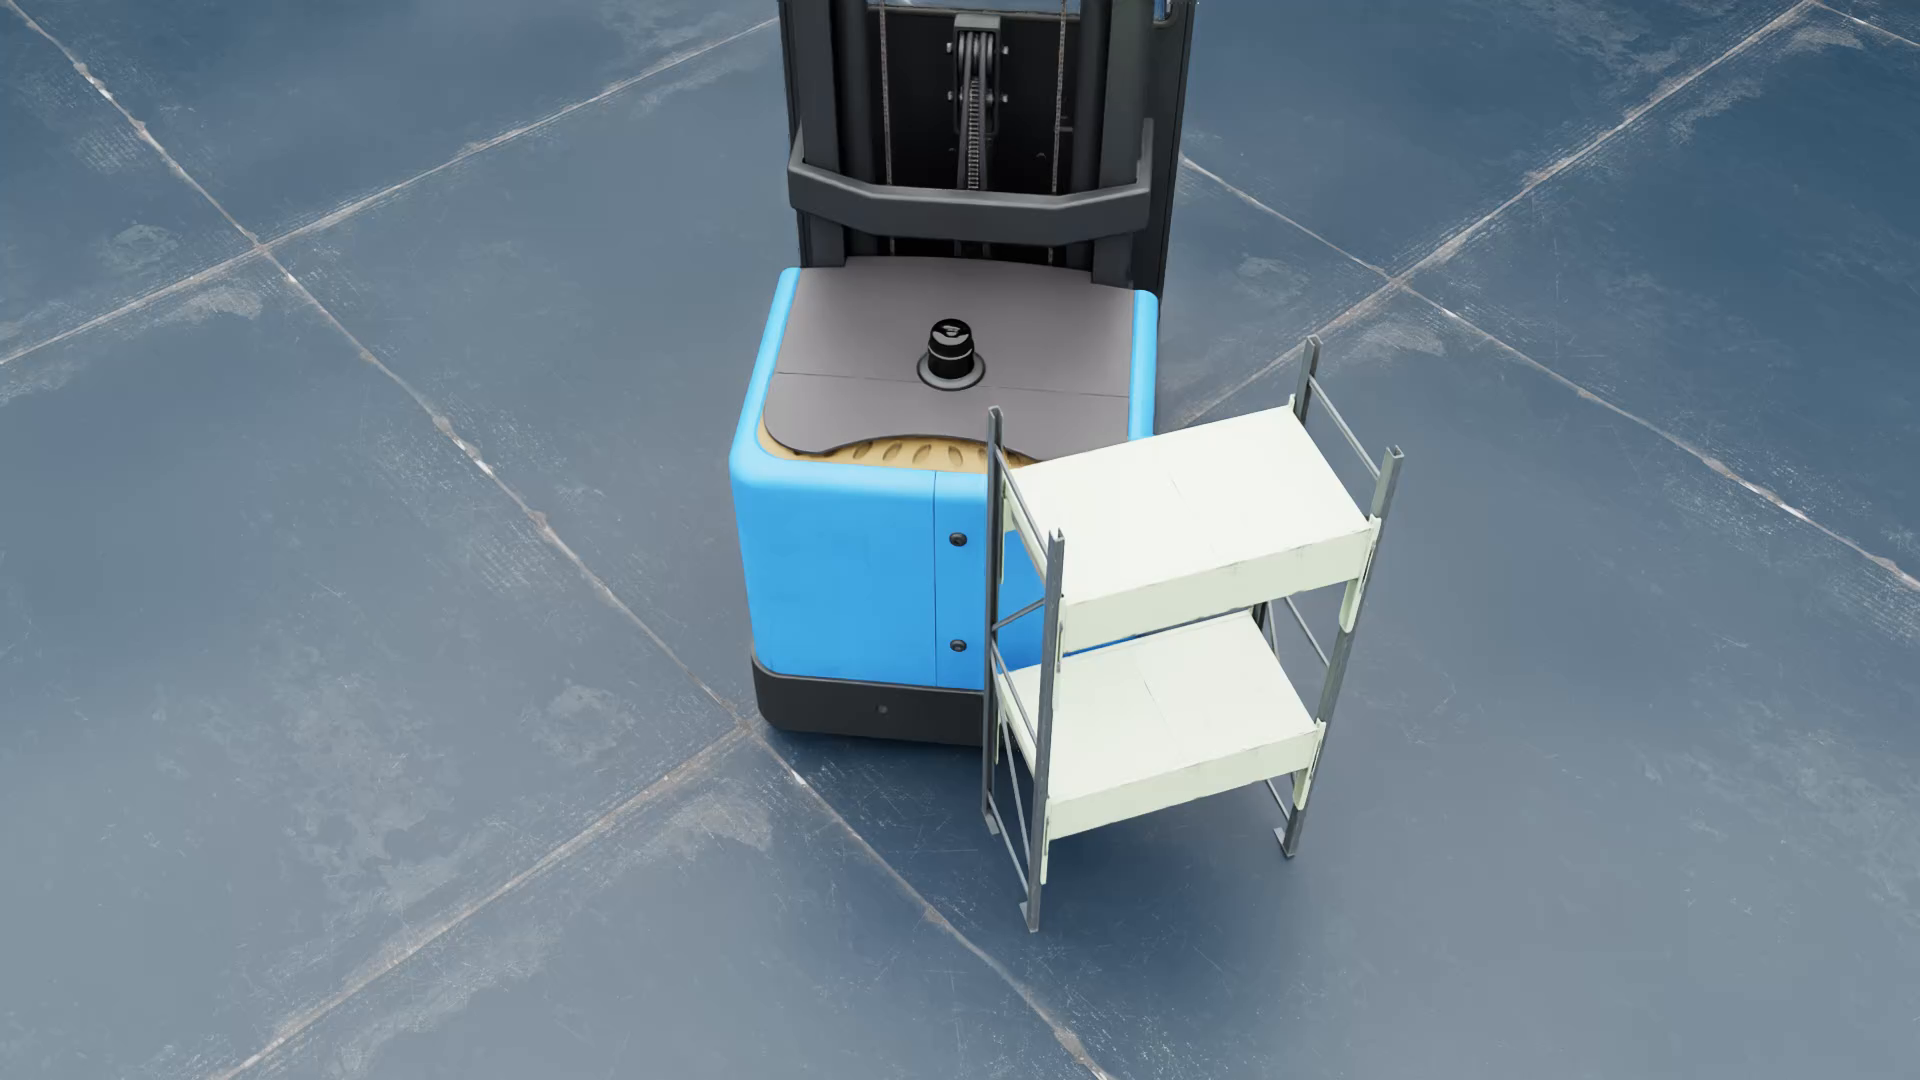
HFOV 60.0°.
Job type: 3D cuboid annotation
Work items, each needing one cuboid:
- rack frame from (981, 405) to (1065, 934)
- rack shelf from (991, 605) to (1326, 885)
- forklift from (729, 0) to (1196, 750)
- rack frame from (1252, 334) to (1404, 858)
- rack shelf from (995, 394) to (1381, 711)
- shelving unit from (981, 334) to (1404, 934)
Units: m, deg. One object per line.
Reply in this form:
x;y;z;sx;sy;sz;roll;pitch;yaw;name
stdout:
0.131;0.369;3.889;0.023;1.500;0.400;-14;49;-12;rack frame
0.479;0.507;4.206;0.720;0.370;0.431;-14;49;-12;rack shelf
0.094;-1.487;4.628;1.130;2.935;3.031;4;47;4;forklift
0.827;0.202;4.043;0.023;1.500;0.400;-14;49;-12;rack frame
0.479;0.021;3.679;0.720;0.370;0.431;-14;49;-12;rack shelf
0.479;0.286;3.966;0.755;1.500;0.431;-14;49;-12;shelving unit
